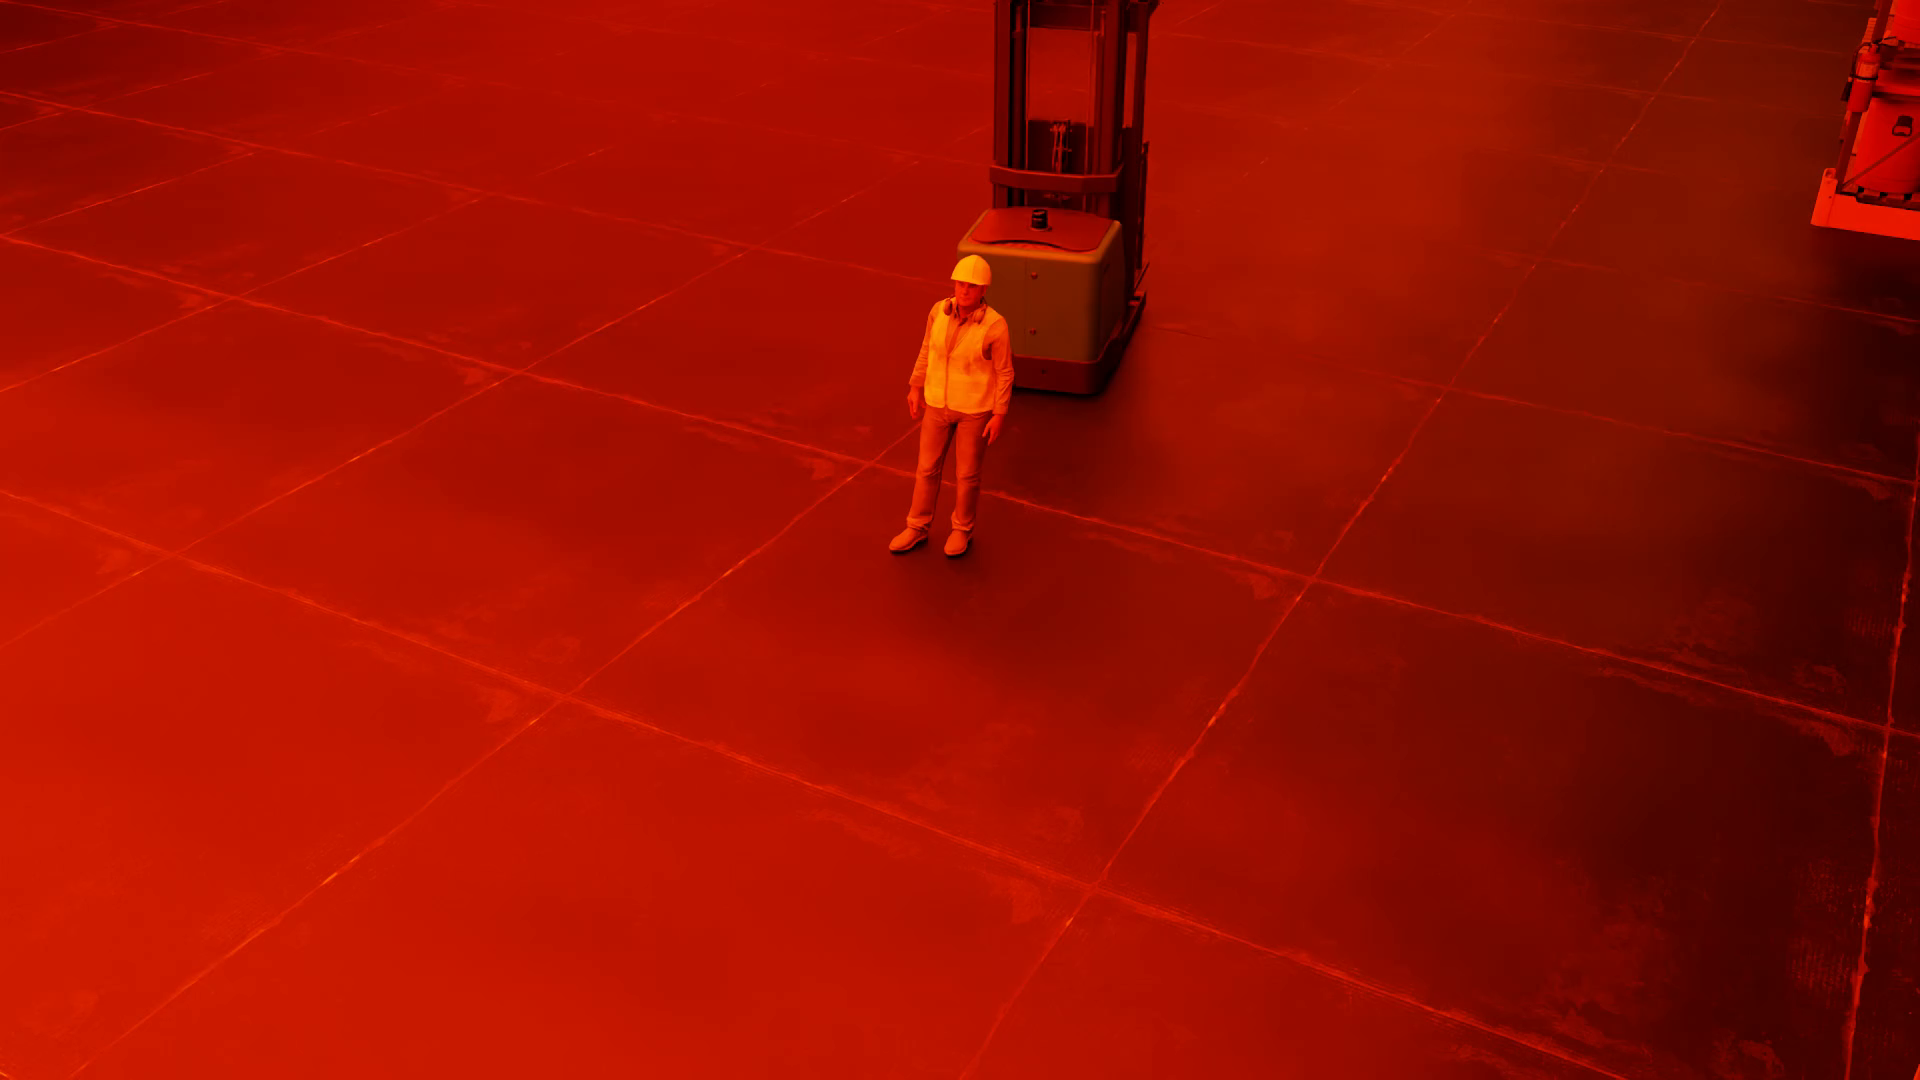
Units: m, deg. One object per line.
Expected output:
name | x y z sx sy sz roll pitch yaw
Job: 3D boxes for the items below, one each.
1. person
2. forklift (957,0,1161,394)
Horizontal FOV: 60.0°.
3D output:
person | -0.037 -0.750 9.512 0.632 1.773 0.568 15 33 25
forklift | 0.846 -3.011 12.288 1.130 2.935 3.031 8 31 13
